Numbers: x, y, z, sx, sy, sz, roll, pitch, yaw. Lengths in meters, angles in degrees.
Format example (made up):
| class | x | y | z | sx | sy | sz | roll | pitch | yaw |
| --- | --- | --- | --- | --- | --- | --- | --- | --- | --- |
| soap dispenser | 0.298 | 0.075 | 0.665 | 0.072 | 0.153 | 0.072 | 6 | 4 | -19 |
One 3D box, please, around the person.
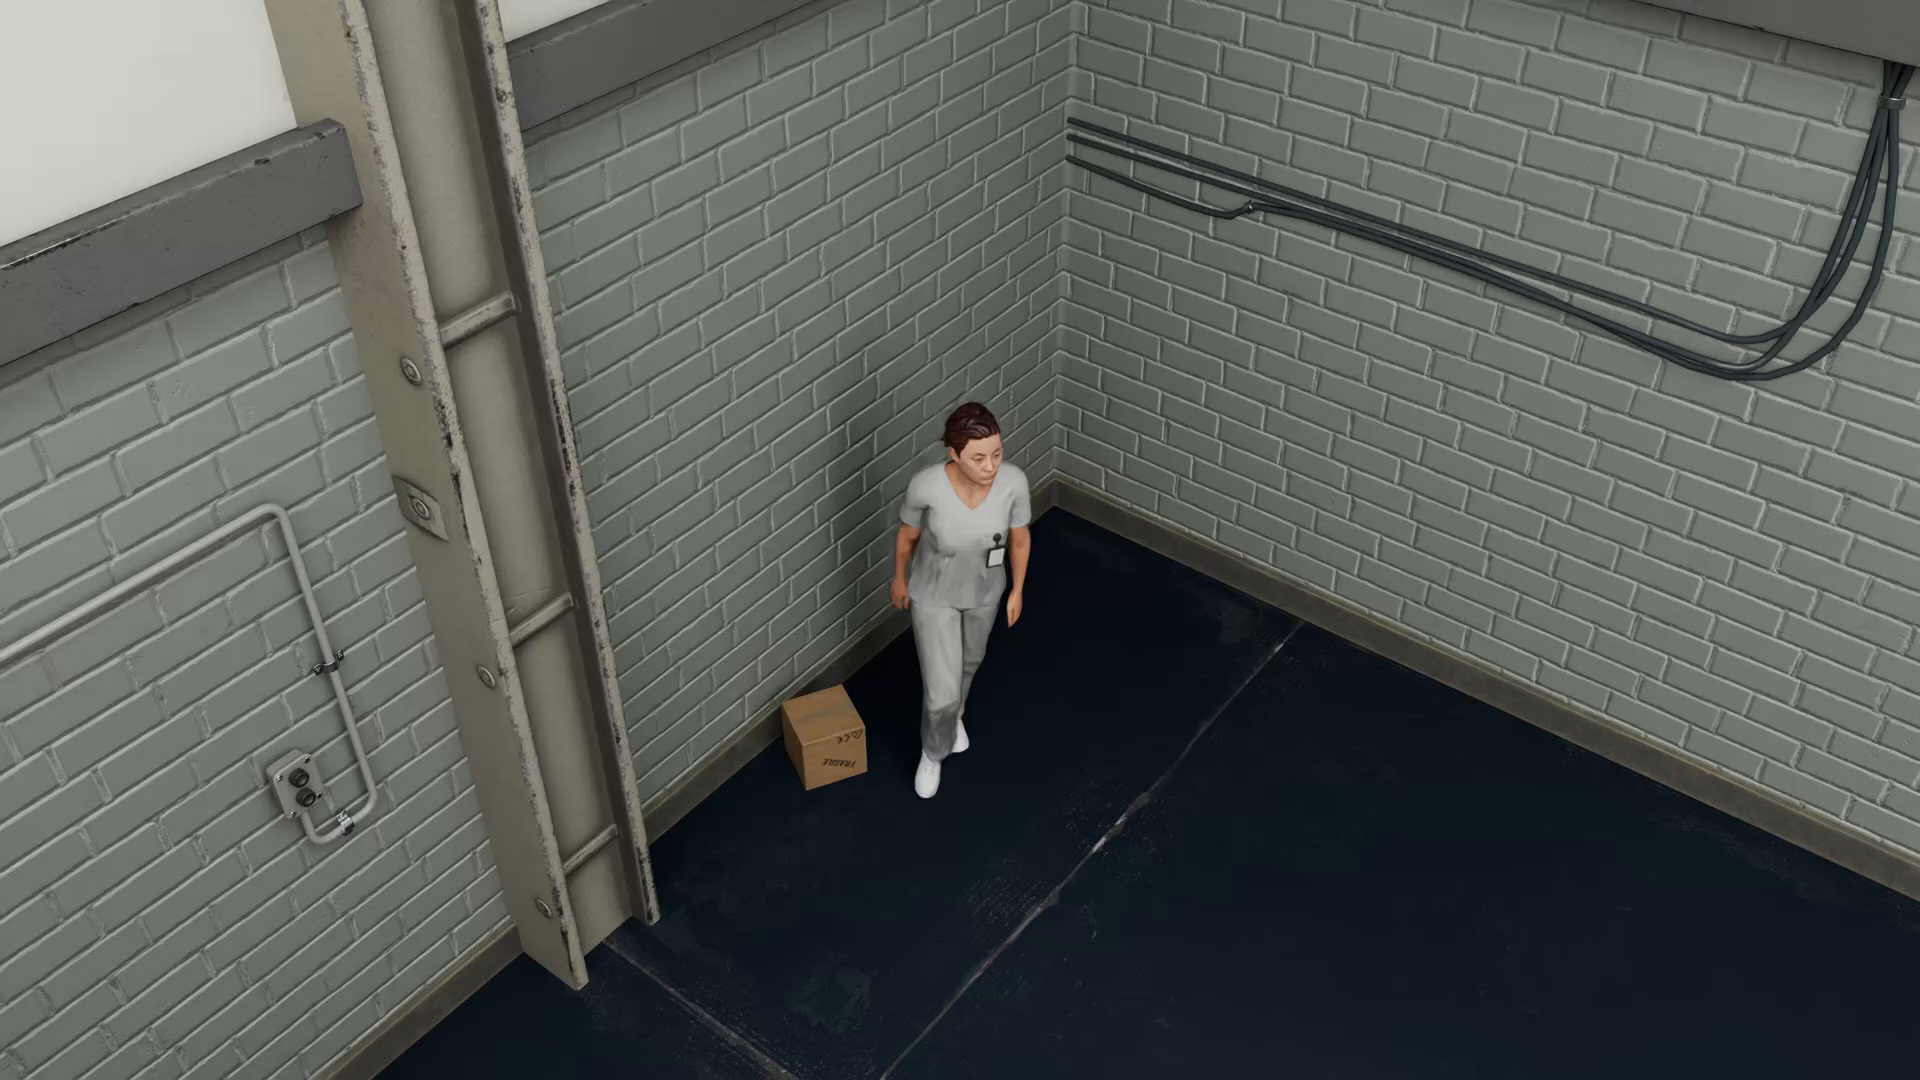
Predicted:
| class | x | y | z | sx | sy | sz | roll | pitch | yaw |
| --- | --- | --- | --- | --- | --- | --- | --- | --- | --- |
| person | 0.005 | 0.178 | 5.929 | 0.472 | 1.669 | 0.532 | -11 | 40 | -14 |
